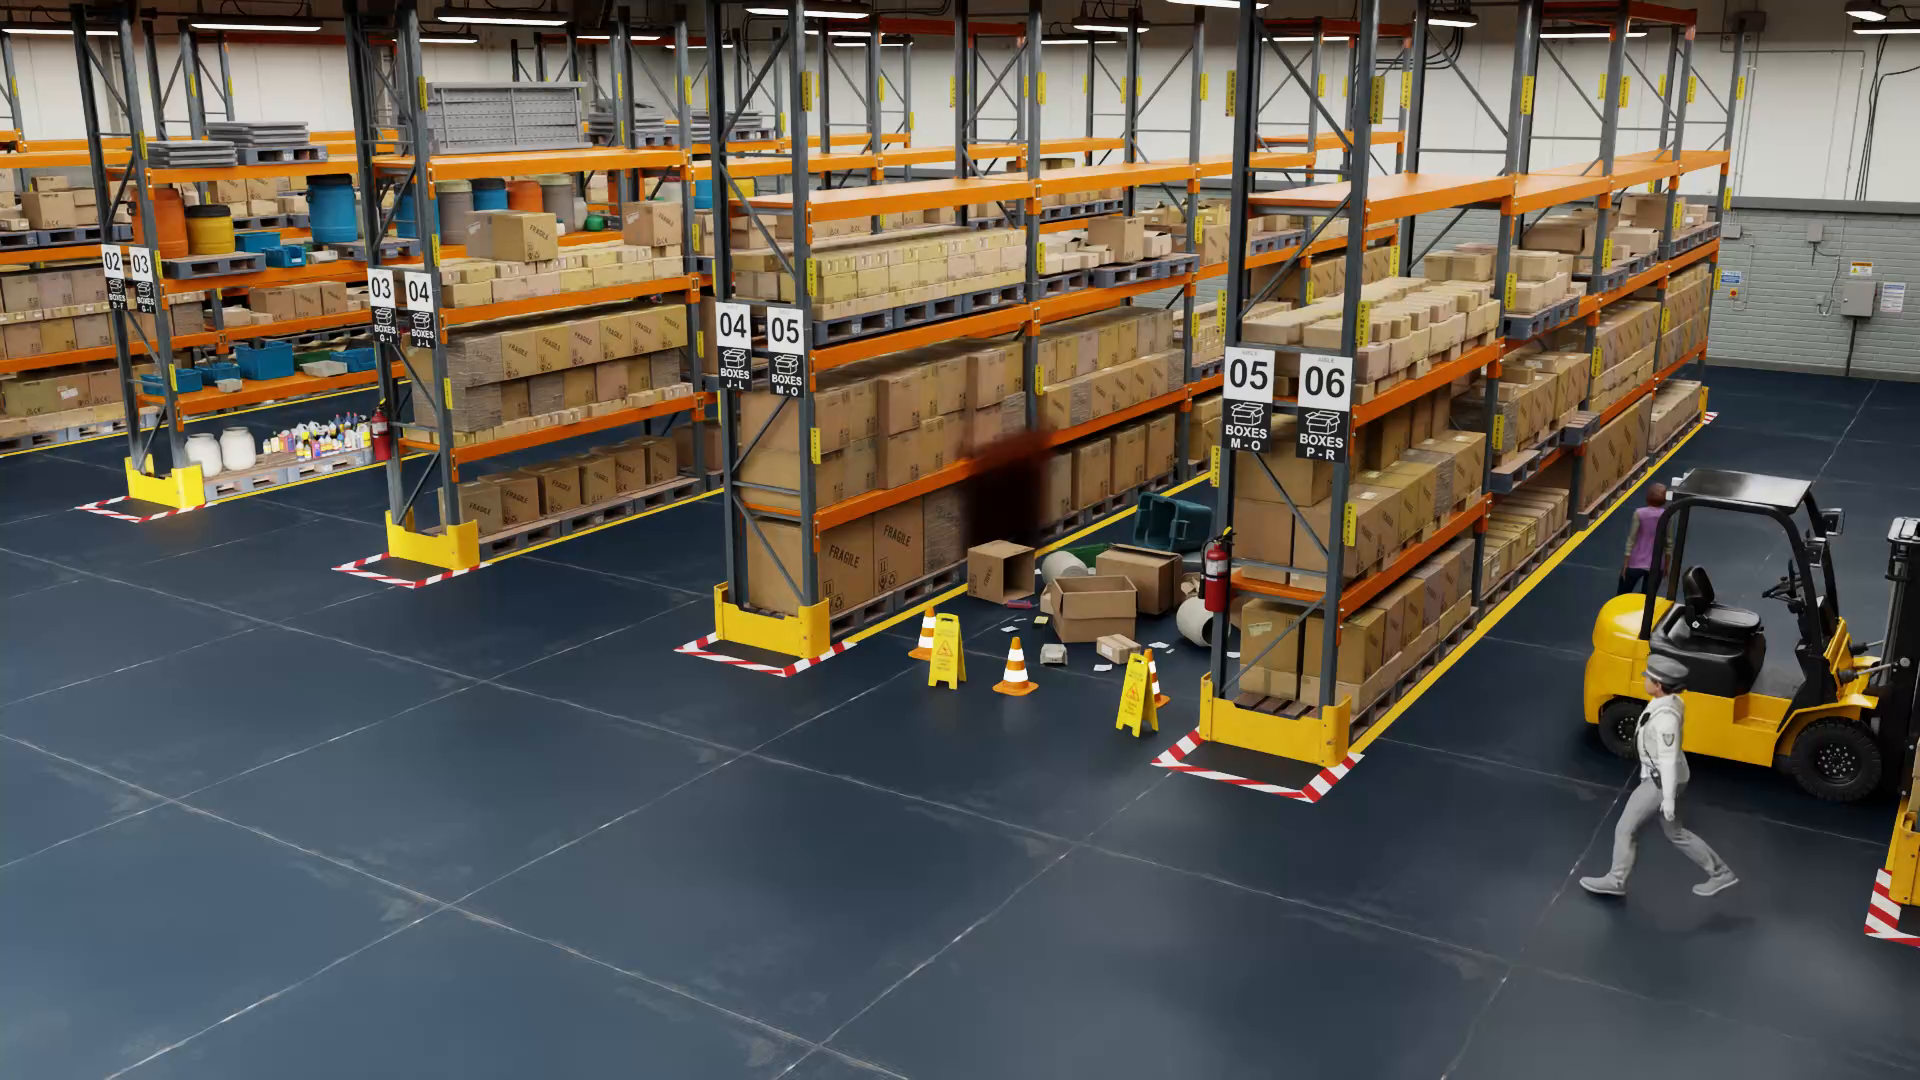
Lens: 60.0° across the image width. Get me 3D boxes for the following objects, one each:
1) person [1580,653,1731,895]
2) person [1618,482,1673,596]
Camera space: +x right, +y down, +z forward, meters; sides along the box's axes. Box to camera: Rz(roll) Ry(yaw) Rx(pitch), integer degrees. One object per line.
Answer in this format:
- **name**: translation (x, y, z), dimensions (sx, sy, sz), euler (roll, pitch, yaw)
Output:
- **person**: translation (4.507, 1.532, 10.606), dimensions (0.888, 1.637, 0.507), euler (7, 17, 25)
- **person**: translation (6.305, 0.288, 15.277), dimensions (0.439, 1.584, 0.398), euler (3, 16, 11)
